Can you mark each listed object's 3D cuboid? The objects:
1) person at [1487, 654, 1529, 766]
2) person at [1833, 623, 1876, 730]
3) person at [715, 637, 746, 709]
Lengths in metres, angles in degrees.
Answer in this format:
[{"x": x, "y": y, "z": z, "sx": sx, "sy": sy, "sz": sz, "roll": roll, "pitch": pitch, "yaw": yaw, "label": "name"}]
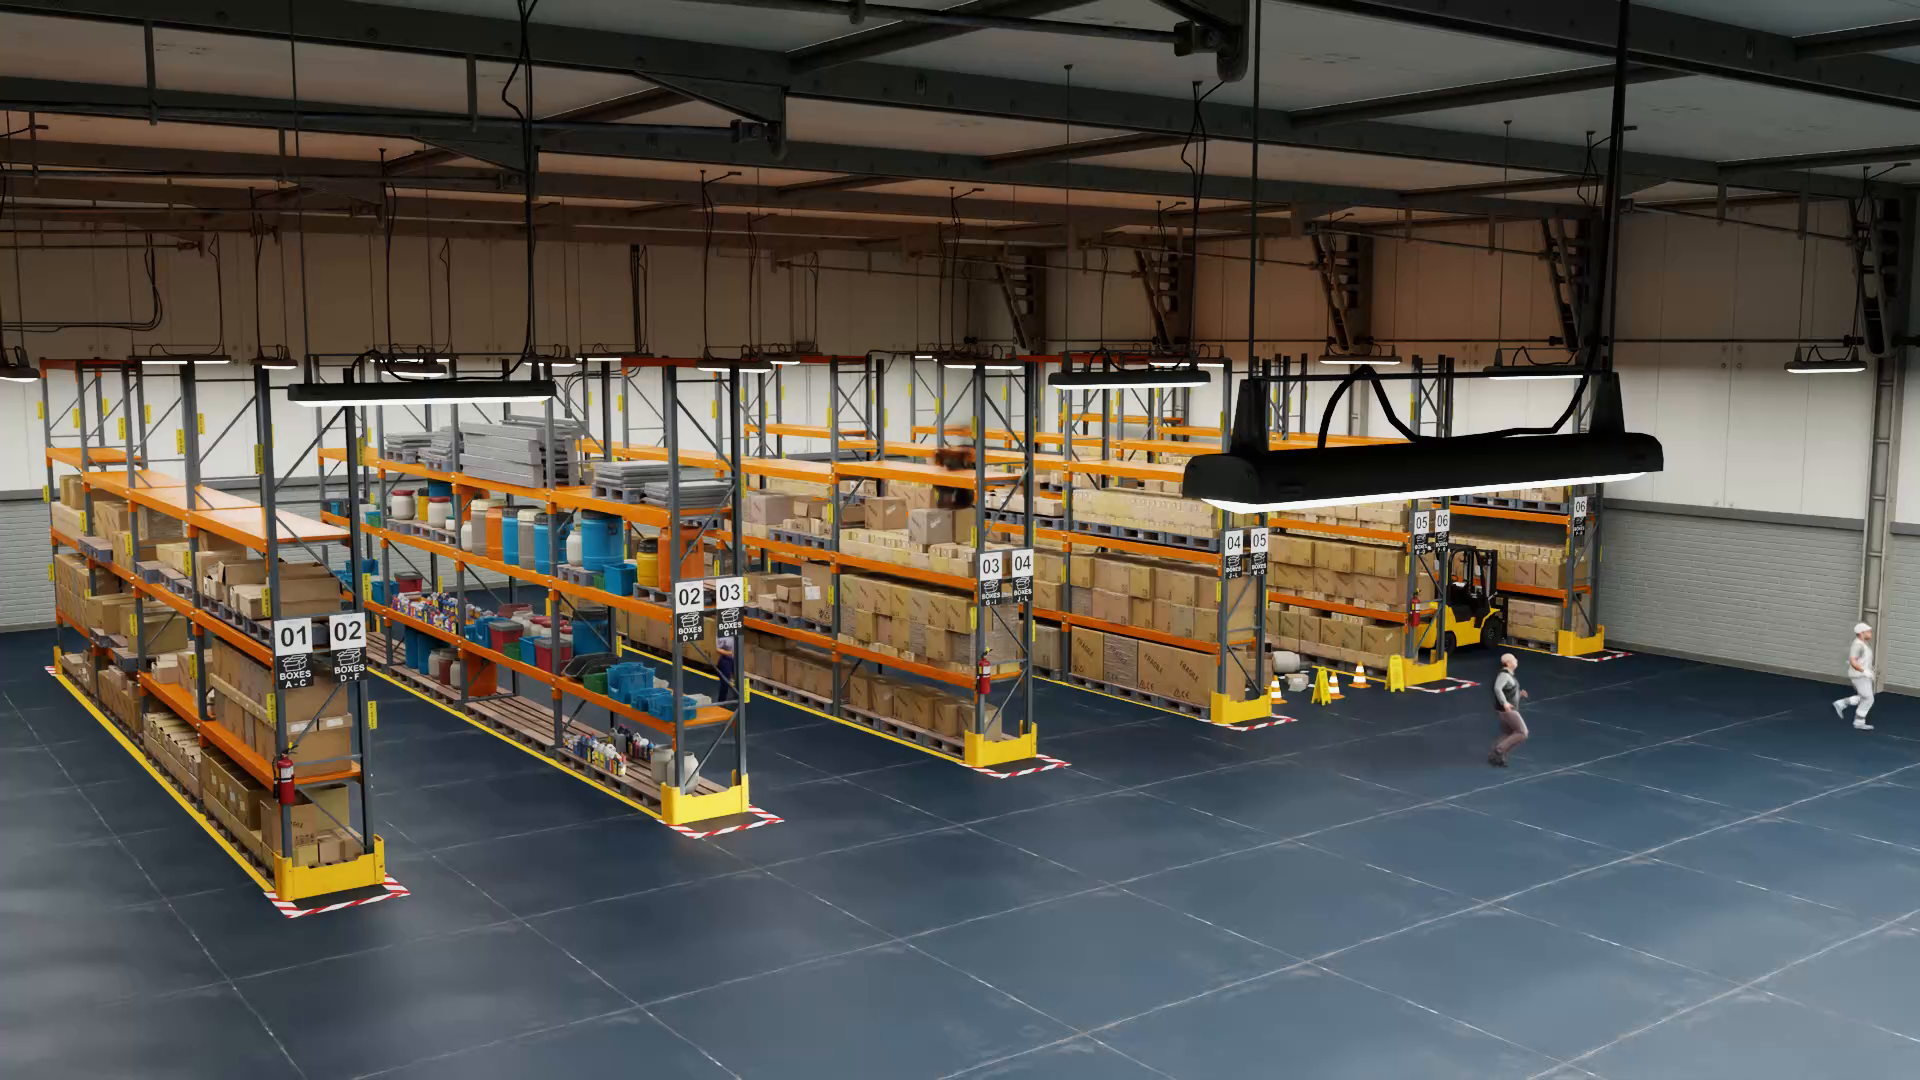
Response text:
[{"x": 8.141, "y": 2.524, "z": 24.668, "sx": 0.557, "sy": 1.688, "sz": 0.708, "roll": 2, "pitch": 7, "yaw": 13, "label": "person"}, {"x": 14.618, "y": 2.212, "z": 27.146, "sx": 0.637, "sy": 1.742, "sz": 0.702, "roll": 5, "pitch": 8, "yaw": 36, "label": "person"}, {"x": -3.880, "y": 2.147, "z": 28.301, "sx": 0.617, "sy": 1.713, "sz": 0.717, "roll": -4, "pitch": 8, "yaw": -33, "label": "person"}]
